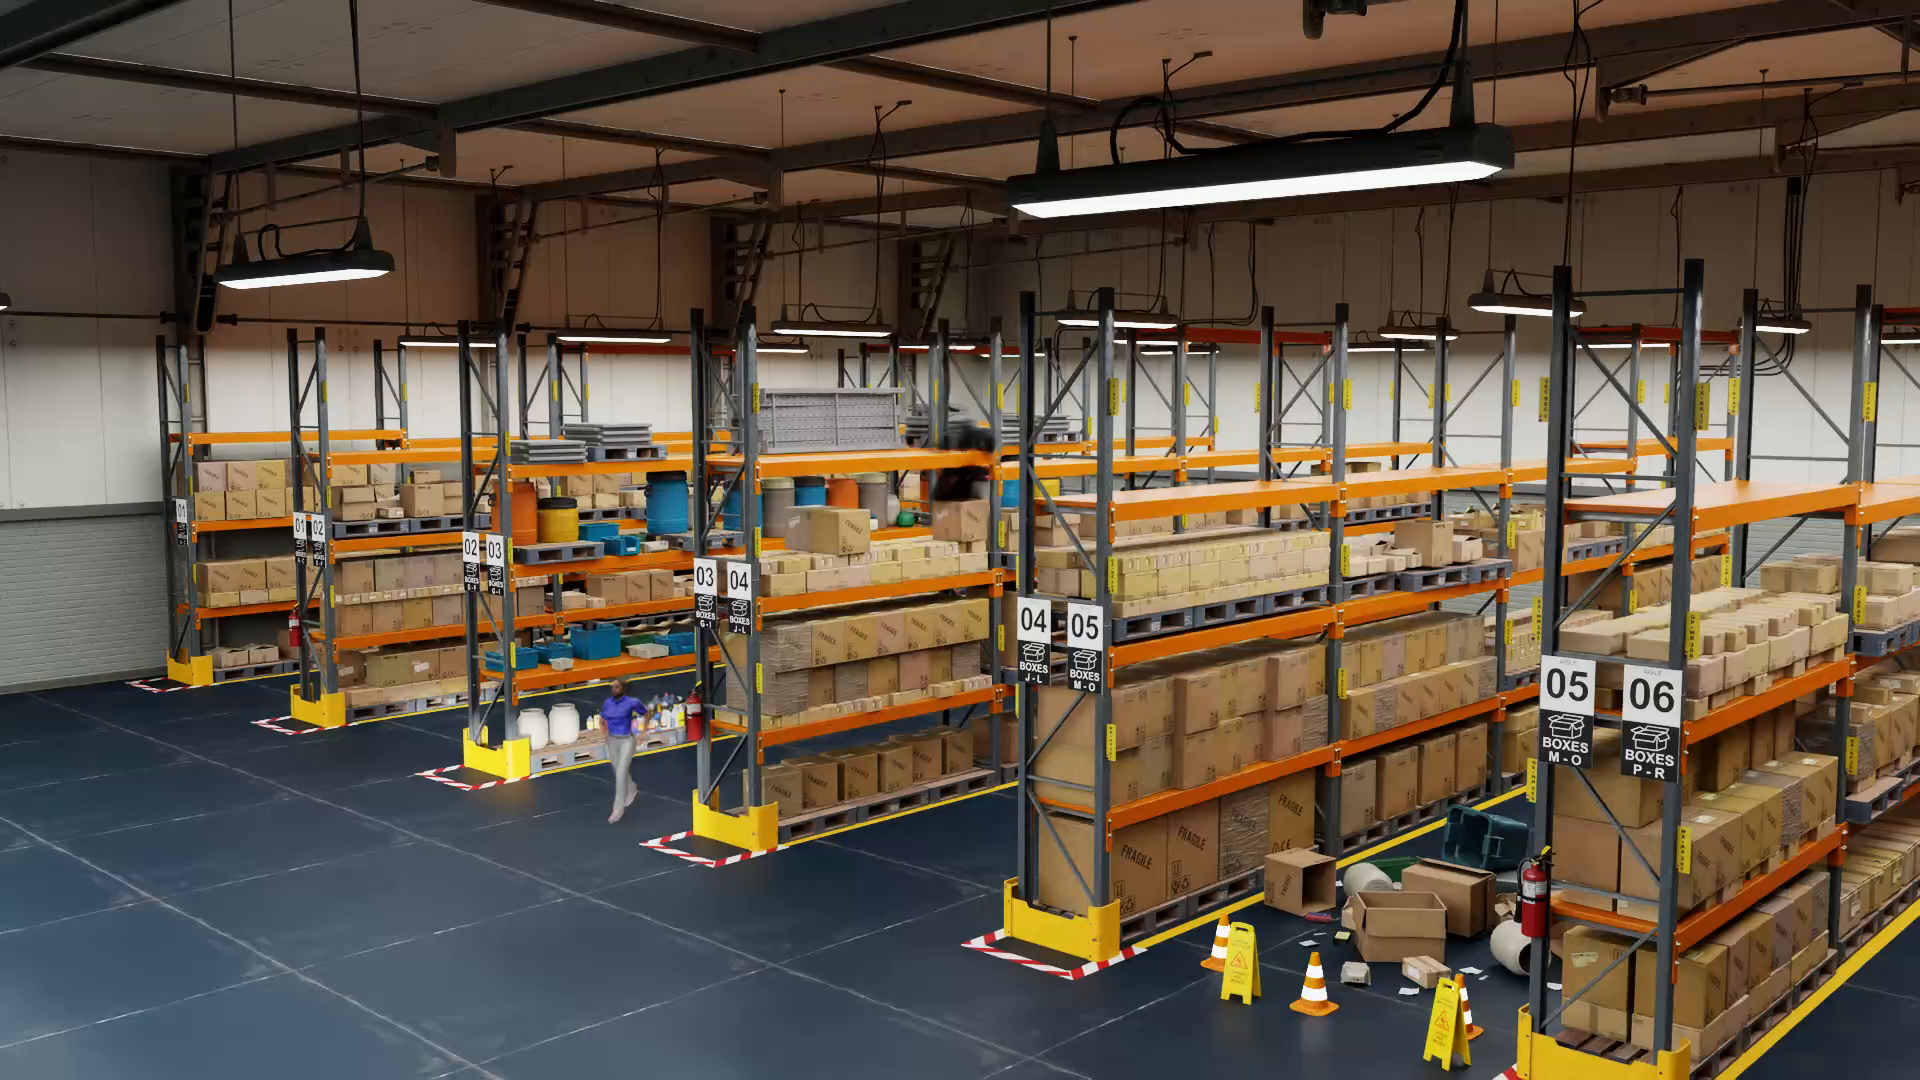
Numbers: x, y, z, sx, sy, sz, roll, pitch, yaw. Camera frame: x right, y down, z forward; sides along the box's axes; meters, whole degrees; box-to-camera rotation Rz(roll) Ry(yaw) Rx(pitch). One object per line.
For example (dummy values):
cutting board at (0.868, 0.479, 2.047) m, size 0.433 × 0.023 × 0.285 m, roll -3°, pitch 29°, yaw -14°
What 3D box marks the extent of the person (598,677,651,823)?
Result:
person at (-4.038, 2.479, 19.940) m, size 0.598 × 1.684 × 0.817 m, roll 2°, pitch 6°, yaw 20°
